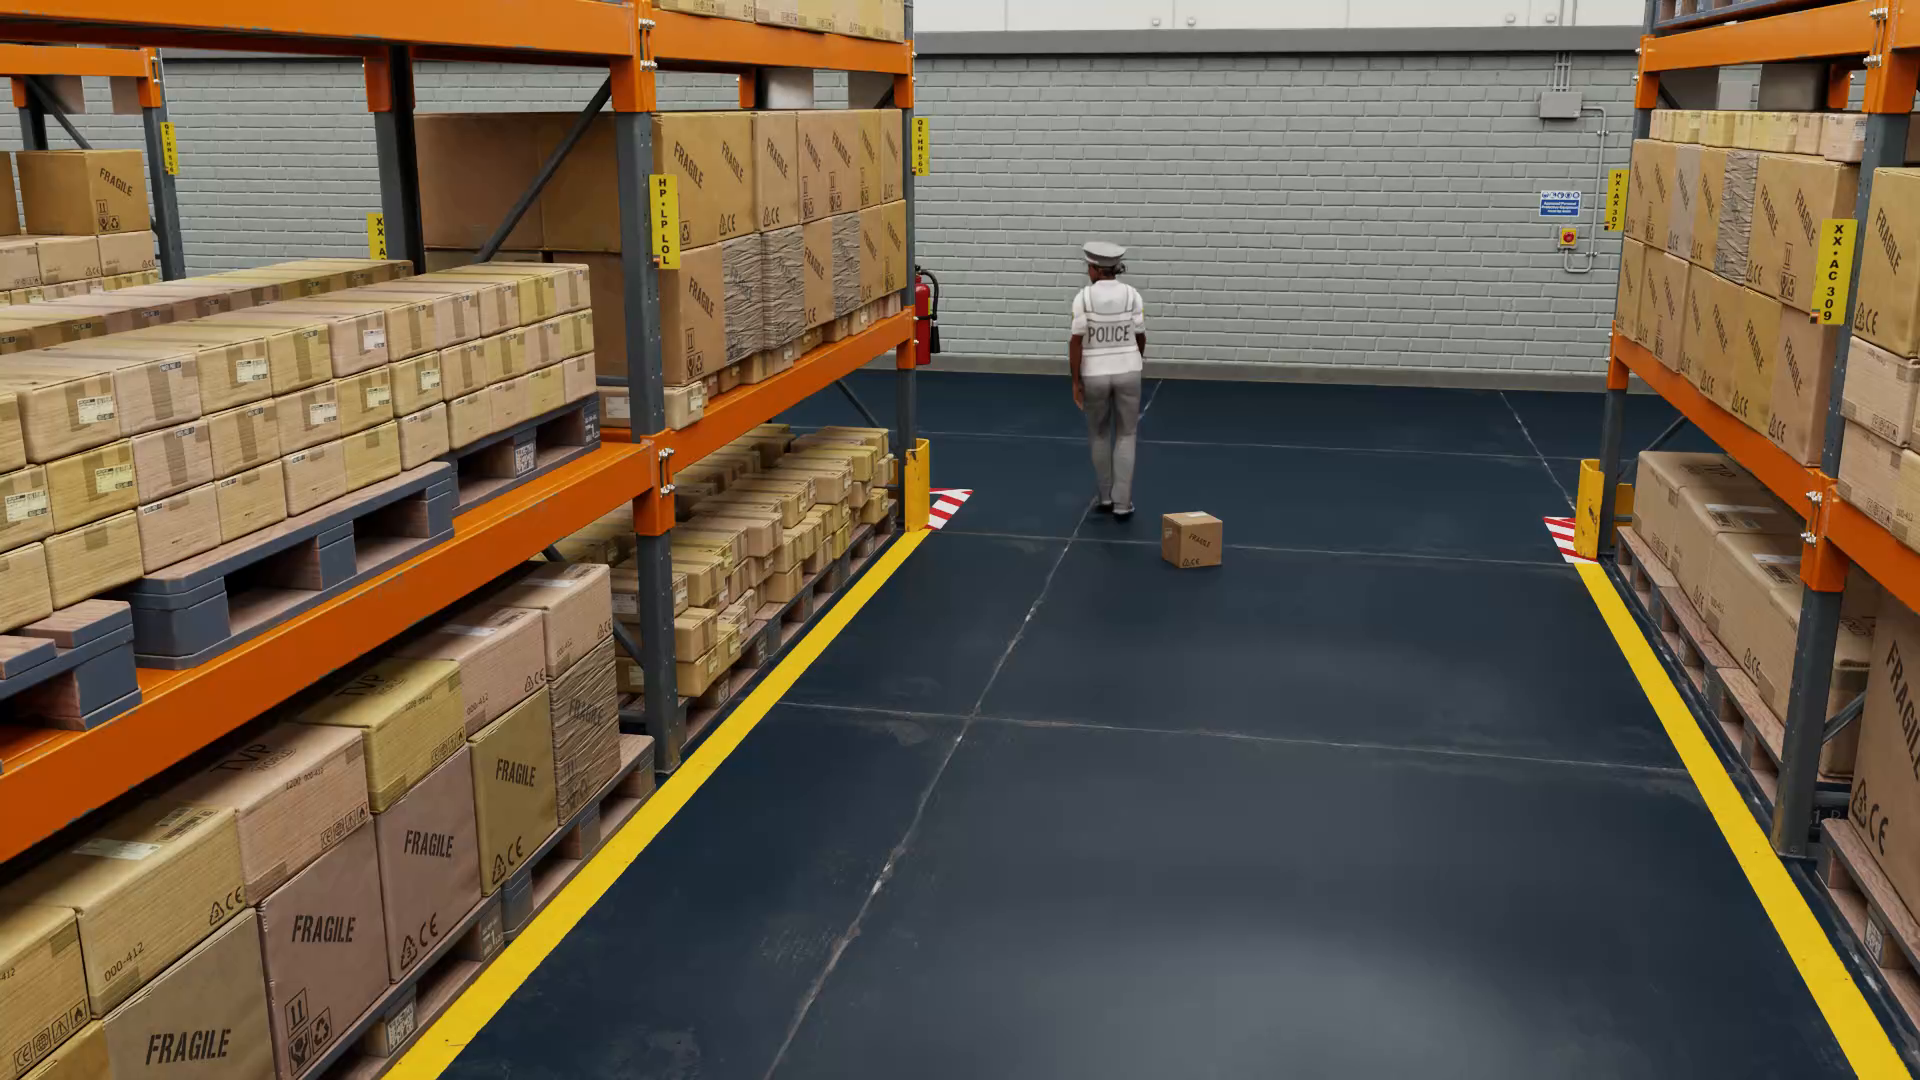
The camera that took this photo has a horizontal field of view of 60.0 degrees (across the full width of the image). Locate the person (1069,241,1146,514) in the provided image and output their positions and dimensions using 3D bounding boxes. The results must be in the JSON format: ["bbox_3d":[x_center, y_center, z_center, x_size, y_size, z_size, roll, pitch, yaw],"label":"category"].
[{"bbox_3d":[0.897,-0.979,10.206,0.469,1.694,0.563,1,15,3],"label":"person"}]
